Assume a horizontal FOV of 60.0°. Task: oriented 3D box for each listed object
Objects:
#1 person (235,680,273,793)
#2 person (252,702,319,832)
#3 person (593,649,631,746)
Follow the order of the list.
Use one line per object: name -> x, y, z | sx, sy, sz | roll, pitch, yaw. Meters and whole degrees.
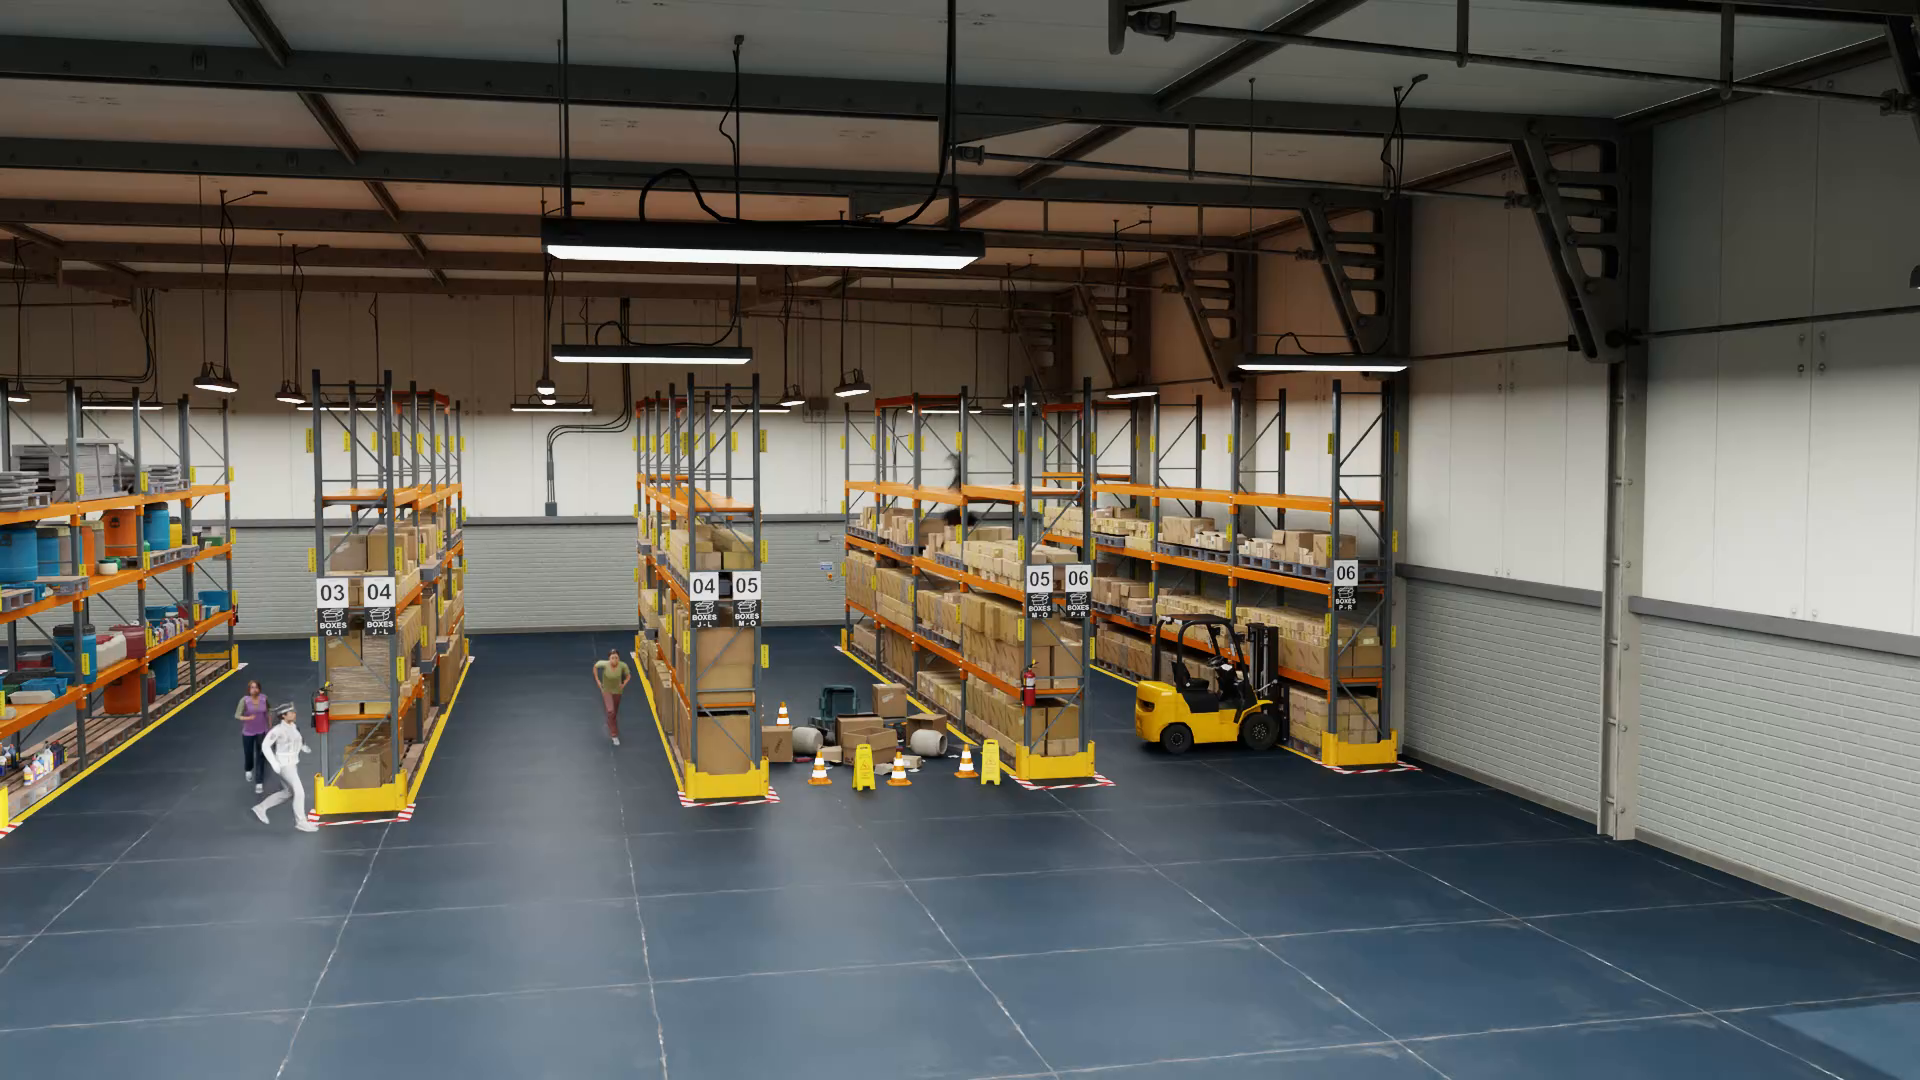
person -> -10.168, 2.797, 23.973 | 0.537, 1.586, 0.834 | -2, 4, -29
person -> -8.742, 2.931, 21.503 | 0.852, 1.698, 0.653 | 0, 3, -2
person -> -5.863, 2.608, 28.002 | 0.616, 1.625, 1.003 | -1, 3, -15
